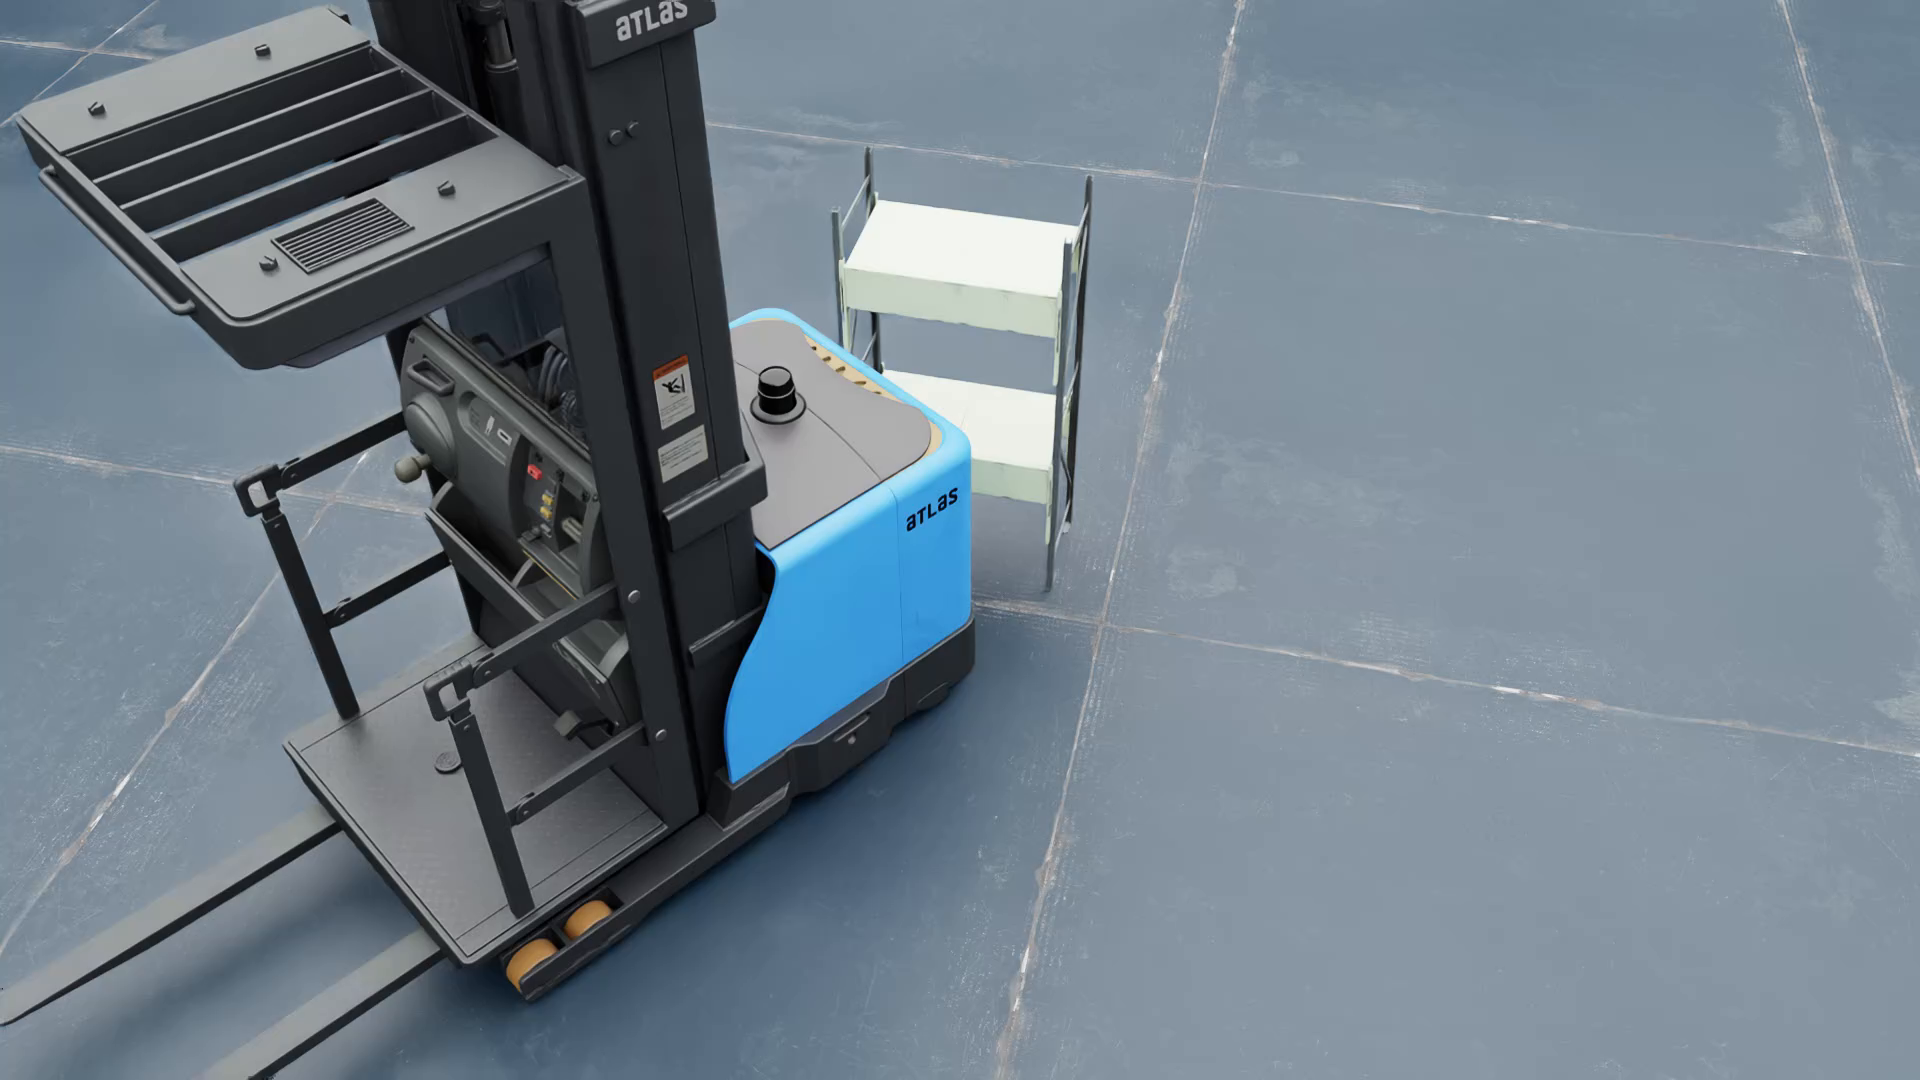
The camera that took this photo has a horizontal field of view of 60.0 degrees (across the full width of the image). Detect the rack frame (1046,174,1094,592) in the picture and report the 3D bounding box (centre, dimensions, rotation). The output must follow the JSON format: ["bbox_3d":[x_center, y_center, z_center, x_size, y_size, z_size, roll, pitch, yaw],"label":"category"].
[{"bbox_3d":[0.370,-0.489,5.677,0.023,1.500,0.400,10,45,10],"label":"rack frame"}]

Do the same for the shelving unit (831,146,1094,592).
[{"bbox_3d":[0.014,-0.549,5.739,0.755,1.500,0.431,10,45,10],"label":"shelving unit"}]

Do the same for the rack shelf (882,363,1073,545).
[{"bbox_3d":[0.014,-0.314,5.965,0.720,0.370,0.431,10,45,10],"label":"rack shelf"}]

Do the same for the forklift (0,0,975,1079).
[{"bbox_3d":[-1.369,-0.136,4.278,3.031,2.935,1.130,-33,53,-30],"label":"forklift"}]

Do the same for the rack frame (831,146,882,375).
[{"bbox_3d":[-0.342,-0.608,5.801,0.023,1.500,0.400,10,45,10],"label":"rack frame"}]

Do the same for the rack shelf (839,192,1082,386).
[{"bbox_3d":[0.014,-0.830,5.468,0.720,0.370,0.431,10,45,10],"label":"rack shelf"}]
